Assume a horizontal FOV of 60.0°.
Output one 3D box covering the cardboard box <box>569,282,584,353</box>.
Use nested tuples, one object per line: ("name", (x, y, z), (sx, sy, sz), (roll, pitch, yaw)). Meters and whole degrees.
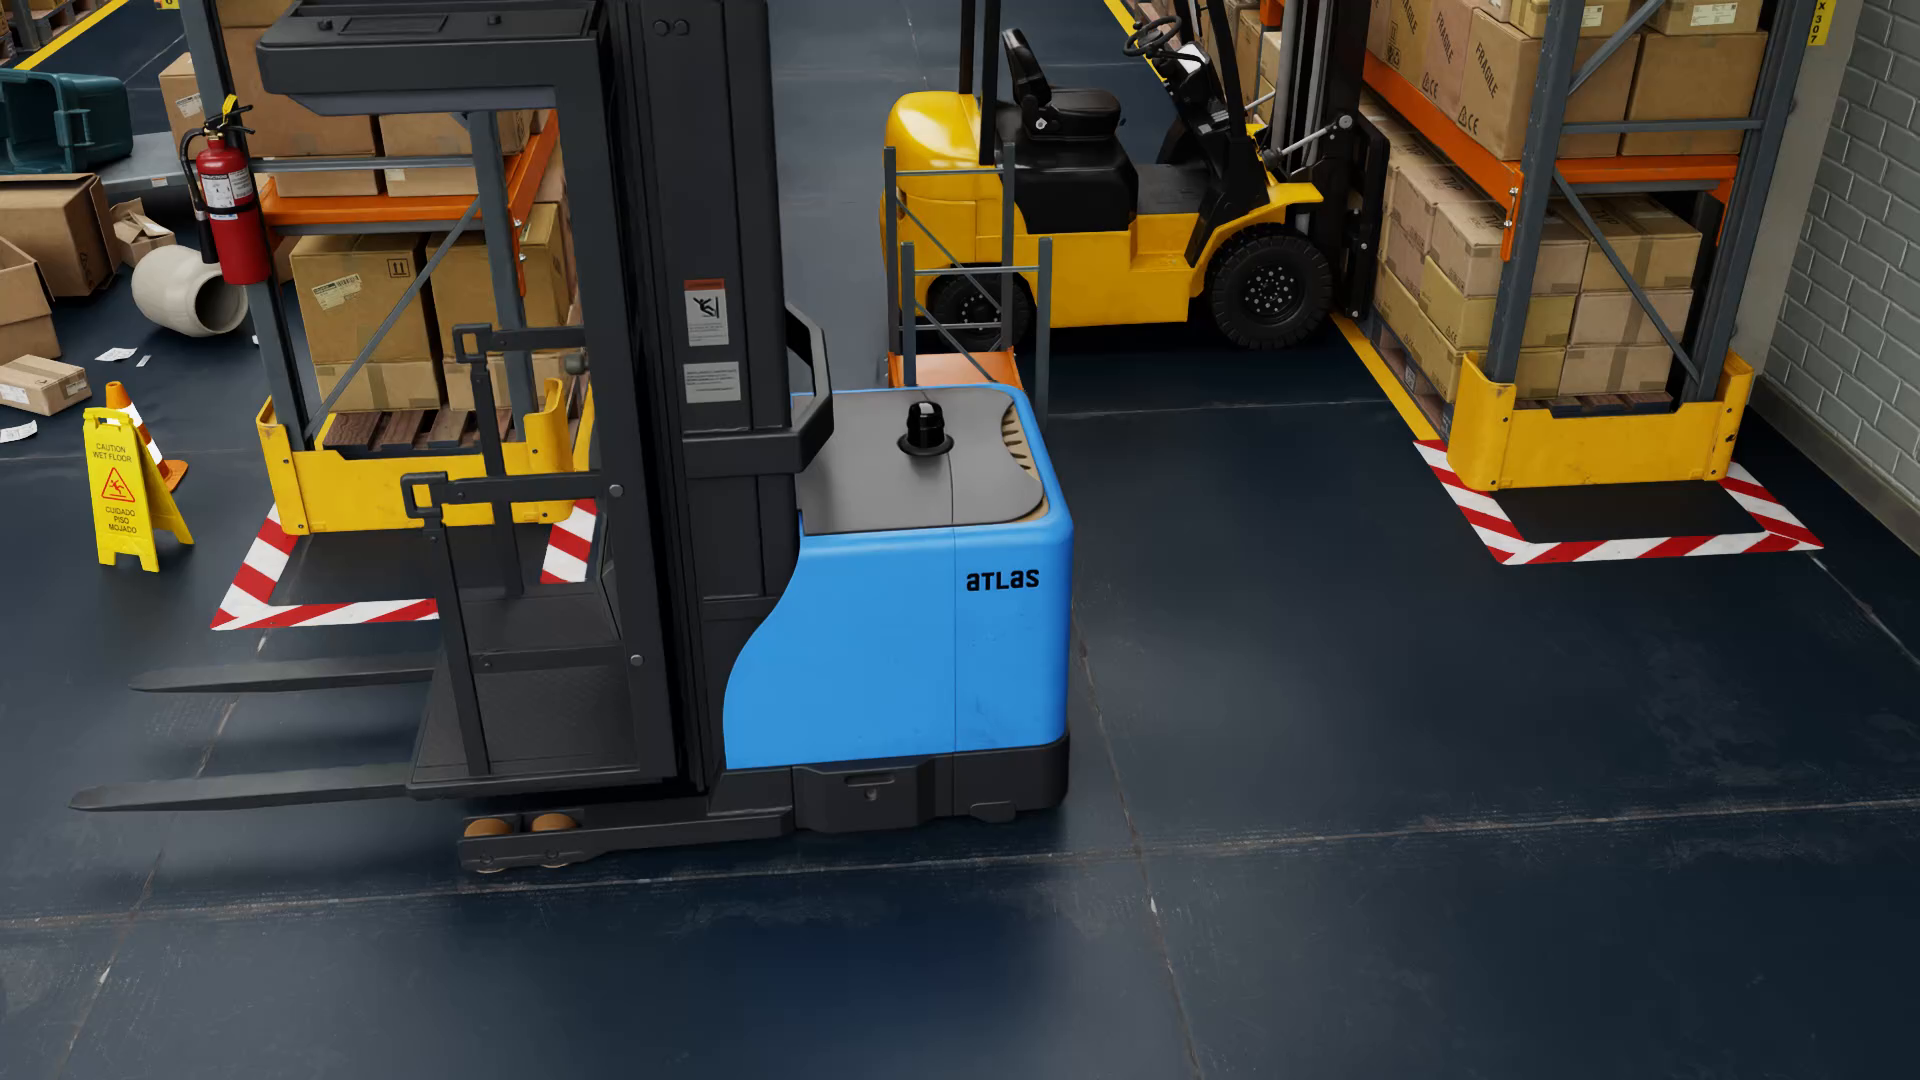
("cardboard box", (-2.045, -1.068, 7.884), (0.500, 0.250, 0.500), (-2, 31, -3))

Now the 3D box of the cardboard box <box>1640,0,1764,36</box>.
("cardboard box", (2.963, -2.129, 6.658), (0.380, 0.149, 0.250), (-4, 31, -6))

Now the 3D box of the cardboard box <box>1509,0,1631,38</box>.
("cardboard box", (2.426, -2.107, 6.622), (0.380, 0.149, 0.250), (-2, 31, -4))

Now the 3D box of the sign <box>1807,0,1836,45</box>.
("sign", (3.290, -2.051, 6.337), (0.100, 0.325, 0.005), (-3, 31, -5))

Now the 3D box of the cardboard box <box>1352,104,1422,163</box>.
("cardboard box", (2.233, -2.047, 8.550), (0.500, 0.250, 0.500), (-3, 31, -6))

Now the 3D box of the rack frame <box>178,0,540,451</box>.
("rack frame", (-2.205, -1.382, 6.138), (1.000, 3.000, 0.127), (-3, 31, -5))

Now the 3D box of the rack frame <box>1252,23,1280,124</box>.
("rack frame", (2.363, -3.664, 9.959), (1.000, 3.000, 0.127), (-3, 31, -5))

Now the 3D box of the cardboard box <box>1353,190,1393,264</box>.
("cardboard box", (2.275, -1.589, 8.269), (0.500, 0.250, 0.500), (-3, 31, -6))

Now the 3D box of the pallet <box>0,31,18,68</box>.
("pallet", (-7.873, -3.574, 12.528), (1.003, 0.211, 1.213), (-3, 31, -5))

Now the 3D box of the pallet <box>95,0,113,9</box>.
("pallet", (-8.054, -5.001, 14.917), (1.003, 0.211, 1.213), (-3, 31, -5))

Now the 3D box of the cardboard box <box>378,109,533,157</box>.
("cardboard box", (-1.973, -1.808, 6.464), (0.500, 0.500, 0.500), (-3, 31, -5))

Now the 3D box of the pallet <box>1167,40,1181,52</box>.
("pallet", (2.138, -3.465, 12.346), (1.003, 0.211, 1.213), (-3, 31, -5))

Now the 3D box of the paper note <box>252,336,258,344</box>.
("paper note", (-3.513, -1.028, 8.442), (0.142, 0.019, 0.148), (-14, 33, -22))

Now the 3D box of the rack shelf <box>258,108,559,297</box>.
("rack shelf", (-2.392, -2.094, 8.032), (1.077, 0.370, 4.000), (-3, 31, -5))

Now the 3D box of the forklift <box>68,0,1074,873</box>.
("forklift", (-1.213, -0.534, 4.785), (3.031, 2.935, 1.130), (-4, 31, -6))

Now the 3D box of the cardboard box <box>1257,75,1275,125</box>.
("cardboard box", (2.101, -2.617, 9.990), (0.500, 0.250, 0.500), (-3, 31, -5))

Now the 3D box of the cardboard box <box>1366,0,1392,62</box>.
("cardboard box", (2.284, -2.686, 8.225), (0.500, 0.500, 0.500), (-3, 31, -4))

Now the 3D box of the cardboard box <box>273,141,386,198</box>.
("cardboard box", (-2.453, -1.455, 6.505), (0.380, 0.149, 0.250), (-2, 31, -3))

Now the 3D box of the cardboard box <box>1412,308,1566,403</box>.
("cardboard box", (2.378, -0.846, 7.513), (0.500, 0.250, 0.500), (-3, 31, -4))

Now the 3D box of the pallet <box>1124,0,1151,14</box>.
("pallet", (1.957, -4.892, 14.734), (1.003, 0.211, 1.213), (-3, 31, -5))

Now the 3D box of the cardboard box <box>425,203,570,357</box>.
("cardboard box", (-2.008, -1.141, 7.275), (0.500, 0.500, 0.500), (-4, 31, -6))

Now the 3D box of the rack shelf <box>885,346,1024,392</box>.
("rack shelf", (0.008, -0.446, 6.385), (0.538, 0.185, 1.000), (-3, 31, -5))

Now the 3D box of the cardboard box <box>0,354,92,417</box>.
("cardboard box", (-4.338, -0.730, 7.827), (0.380, 0.149, 0.250), (13, 33, 21))

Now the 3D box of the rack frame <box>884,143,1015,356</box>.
("rack frame", (-0.040, -0.860, 6.727), (0.500, 1.500, 0.032), (-3, 31, -5))

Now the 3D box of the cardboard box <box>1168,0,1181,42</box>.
("cardboard box", (2.103, -4.214, 12.787), (0.875, 0.625, 0.625), (-2, 31, -3))

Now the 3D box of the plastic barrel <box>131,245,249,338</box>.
("plastic barrel", (-3.905, -1.258, 8.443), (0.512, 0.421, 0.421), (20, 36, 29))

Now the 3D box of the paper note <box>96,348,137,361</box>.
("paper note", (-4.205, -0.930, 8.289), (0.148, 0.019, 0.142), (8, 32, 13))

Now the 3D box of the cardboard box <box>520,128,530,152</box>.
("cardboard box", (-2.012, -1.725, 6.958), (0.380, 0.149, 0.250), (-4, 31, -6))

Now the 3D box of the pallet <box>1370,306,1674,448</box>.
("pallet", (2.624, -0.813, 7.905), (1.003, 0.211, 1.213), (-3, 31, -5))

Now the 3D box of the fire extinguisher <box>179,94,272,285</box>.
("fire extinguisher", (-2.653, -1.268, 6.023), (0.296, 0.674, 0.183), (-3, 31, -5))

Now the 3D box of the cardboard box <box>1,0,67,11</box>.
("cardboard box", (-7.683, -4.658, 13.651), (0.500, 0.500, 0.500), (-4, 31, -7))

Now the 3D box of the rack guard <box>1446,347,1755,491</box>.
("rack guard", (2.739, -0.536, 7.160), (1.175, 0.500, 0.348), (-3, 31, -5))

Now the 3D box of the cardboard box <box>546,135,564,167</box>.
("cardboard box", (-2.100, -1.664, 8.151), (0.500, 0.500, 0.500), (-2, 31, -4))

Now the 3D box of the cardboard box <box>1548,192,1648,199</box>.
("cardboard box", (2.830, -1.560, 7.734), (0.500, 0.250, 0.500), (-3, 31, -5))

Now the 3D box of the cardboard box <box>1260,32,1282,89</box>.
("cardboard box", (2.096, -2.831, 9.861), (0.500, 0.250, 0.500), (-3, 31, -5))

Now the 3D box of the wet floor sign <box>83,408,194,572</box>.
("wet floor sign", (-3.252, -0.223, 6.494), (0.267, 0.644, 0.232), (8, 32, 13))

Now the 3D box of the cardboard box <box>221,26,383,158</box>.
("cardboard box", (-2.530, -1.816, 6.478), (0.500, 0.500, 0.500), (-3, 31, -5))

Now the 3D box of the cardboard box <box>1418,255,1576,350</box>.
("cardboard box", (2.380, -1.070, 7.400), (0.500, 0.250, 0.500), (-3, 31, -5))

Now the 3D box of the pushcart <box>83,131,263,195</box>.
("pushcart", (-4.844, -2.164, 10.004), (1.648, 0.377, 0.936), (-14, 33, -22))

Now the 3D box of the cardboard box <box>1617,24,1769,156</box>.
("cardboard box", (2.967, -1.931, 6.960), (0.500, 0.500, 0.500), (-2, 31, -3))

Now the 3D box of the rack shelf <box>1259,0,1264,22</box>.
("rack shelf", (2.176, -4.376, 11.853), (1.077, 0.370, 4.000), (-3, 31, -5))

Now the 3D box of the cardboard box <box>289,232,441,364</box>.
("cardboard box", (-2.539, -1.100, 7.207), (0.500, 0.500, 0.500), (-3, 31, -4))

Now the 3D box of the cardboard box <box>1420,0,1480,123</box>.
("cardboard box", (2.390, -2.169, 7.358), (0.500, 0.500, 0.500), (-2, 31, -3))

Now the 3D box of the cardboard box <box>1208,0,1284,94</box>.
("cardboard box", (2.238, -3.487, 11.569), (0.875, 0.625, 0.625), (-3, 31, -5))

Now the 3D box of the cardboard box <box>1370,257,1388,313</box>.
("cardboard box", (2.304, -1.356, 8.368), (0.500, 0.250, 0.500), (-2, 31, -4))

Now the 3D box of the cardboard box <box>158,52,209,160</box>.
("cardboard box", (-4.348, -2.575, 9.836), (0.500, 0.500, 0.500), (-3, 31, -5))

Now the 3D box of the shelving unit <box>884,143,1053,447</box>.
("shelving unit", (0.007, -0.605, 6.300), (0.587, 1.500, 1.083), (-3, 31, -5))

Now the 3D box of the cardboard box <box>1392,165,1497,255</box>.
("cardboard box", (2.330, -1.531, 7.685), (0.500, 0.250, 0.500), (-2, 31, -4))

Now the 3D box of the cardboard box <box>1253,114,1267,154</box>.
("cardboard box", (2.079, -2.401, 10.116), (0.500, 0.250, 0.500), (-2, 31, -4))

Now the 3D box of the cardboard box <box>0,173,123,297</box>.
("cardboard box", (-4.985, -1.621, 8.841), (0.797, 0.637, 0.503), (-3, 31, -5))
